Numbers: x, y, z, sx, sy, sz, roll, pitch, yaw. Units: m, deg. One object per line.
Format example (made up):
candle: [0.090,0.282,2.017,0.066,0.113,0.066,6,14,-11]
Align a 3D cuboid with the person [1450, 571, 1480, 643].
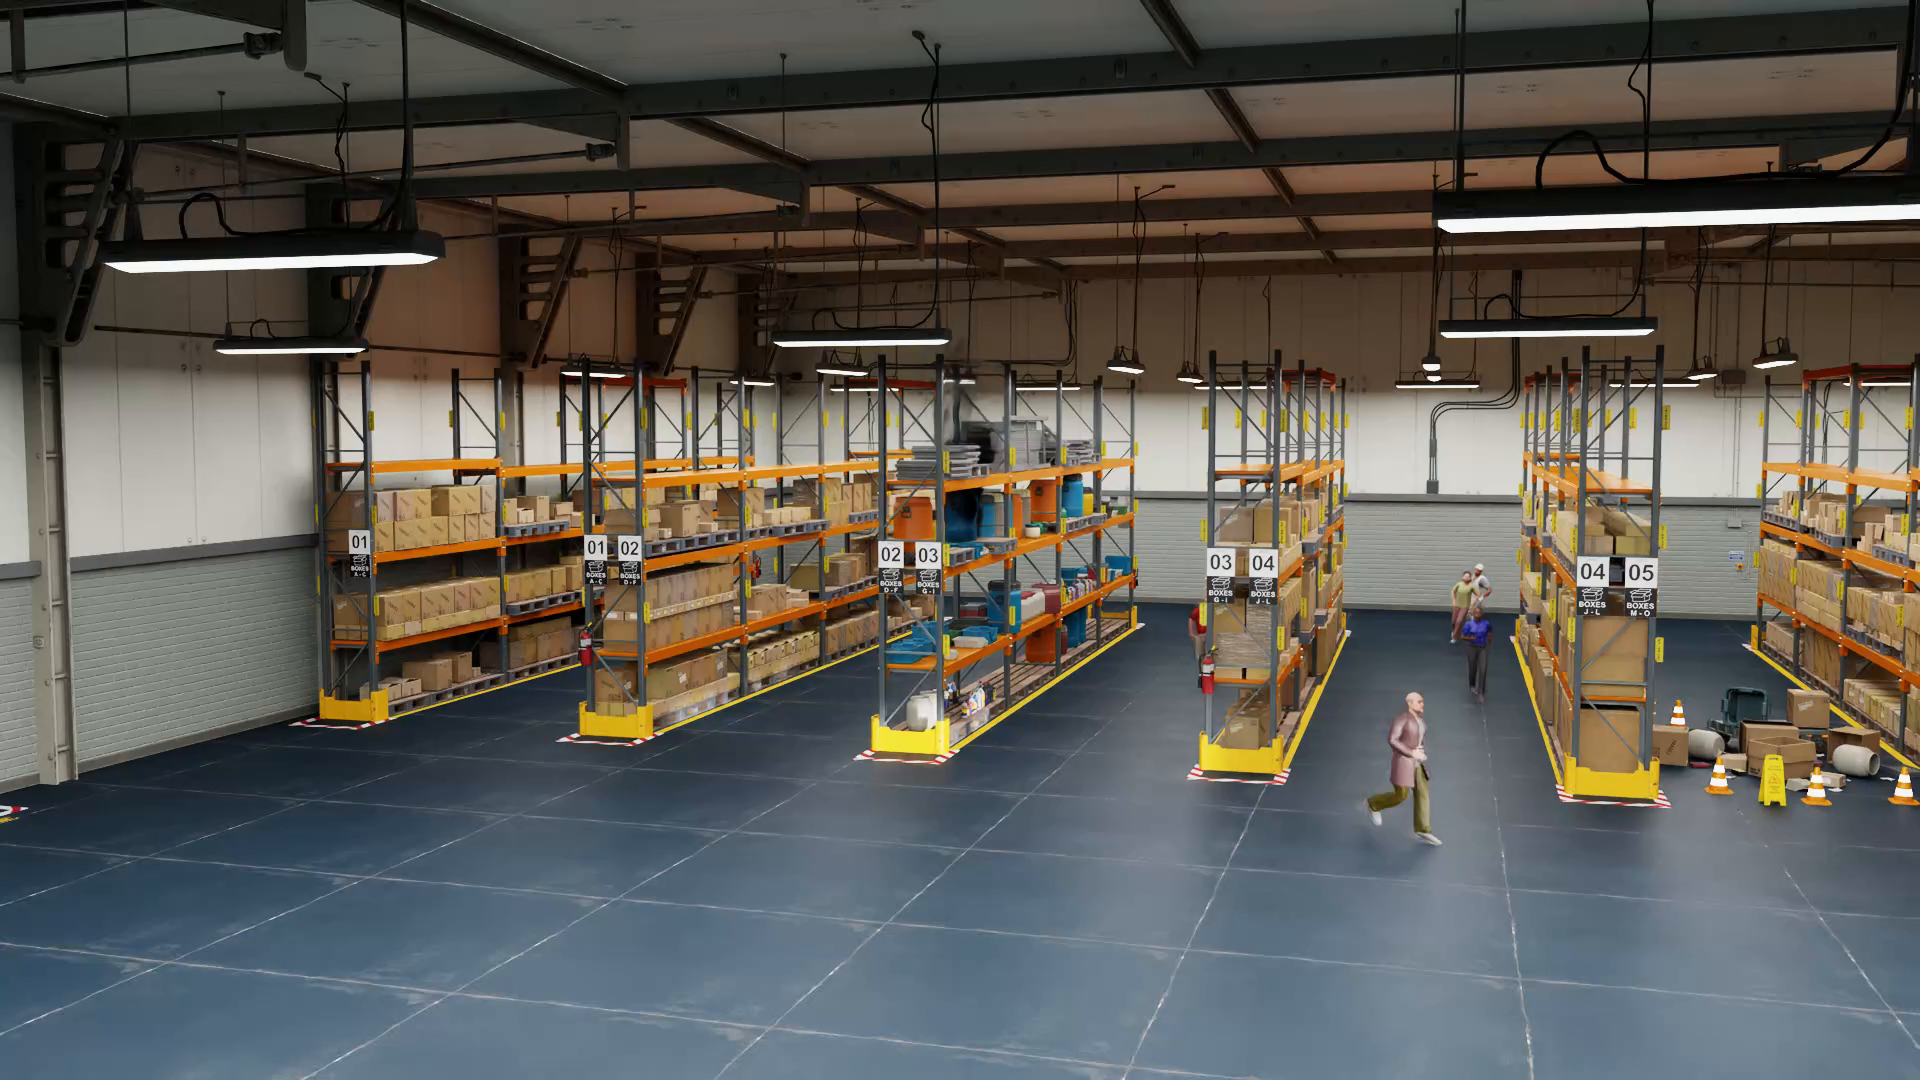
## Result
person: [11.395,1.509,37.553,0.639,1.621,0.658,2,5,27]

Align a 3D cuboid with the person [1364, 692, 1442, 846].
person: [5.337,2.699,19.943,1.060,1.772,0.734,4,6,45]

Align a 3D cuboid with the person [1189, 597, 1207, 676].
person: [4.733,1.910,31.899,0.693,1.696,0.724,1,4,16]

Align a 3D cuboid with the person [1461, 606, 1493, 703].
person: [9.280,2.035,29.845,0.576,1.666,0.890,1,4,13]

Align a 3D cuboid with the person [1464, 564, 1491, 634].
person: [11.960,1.388,38.763,0.523,1.699,0.739,-1,4,-15]
